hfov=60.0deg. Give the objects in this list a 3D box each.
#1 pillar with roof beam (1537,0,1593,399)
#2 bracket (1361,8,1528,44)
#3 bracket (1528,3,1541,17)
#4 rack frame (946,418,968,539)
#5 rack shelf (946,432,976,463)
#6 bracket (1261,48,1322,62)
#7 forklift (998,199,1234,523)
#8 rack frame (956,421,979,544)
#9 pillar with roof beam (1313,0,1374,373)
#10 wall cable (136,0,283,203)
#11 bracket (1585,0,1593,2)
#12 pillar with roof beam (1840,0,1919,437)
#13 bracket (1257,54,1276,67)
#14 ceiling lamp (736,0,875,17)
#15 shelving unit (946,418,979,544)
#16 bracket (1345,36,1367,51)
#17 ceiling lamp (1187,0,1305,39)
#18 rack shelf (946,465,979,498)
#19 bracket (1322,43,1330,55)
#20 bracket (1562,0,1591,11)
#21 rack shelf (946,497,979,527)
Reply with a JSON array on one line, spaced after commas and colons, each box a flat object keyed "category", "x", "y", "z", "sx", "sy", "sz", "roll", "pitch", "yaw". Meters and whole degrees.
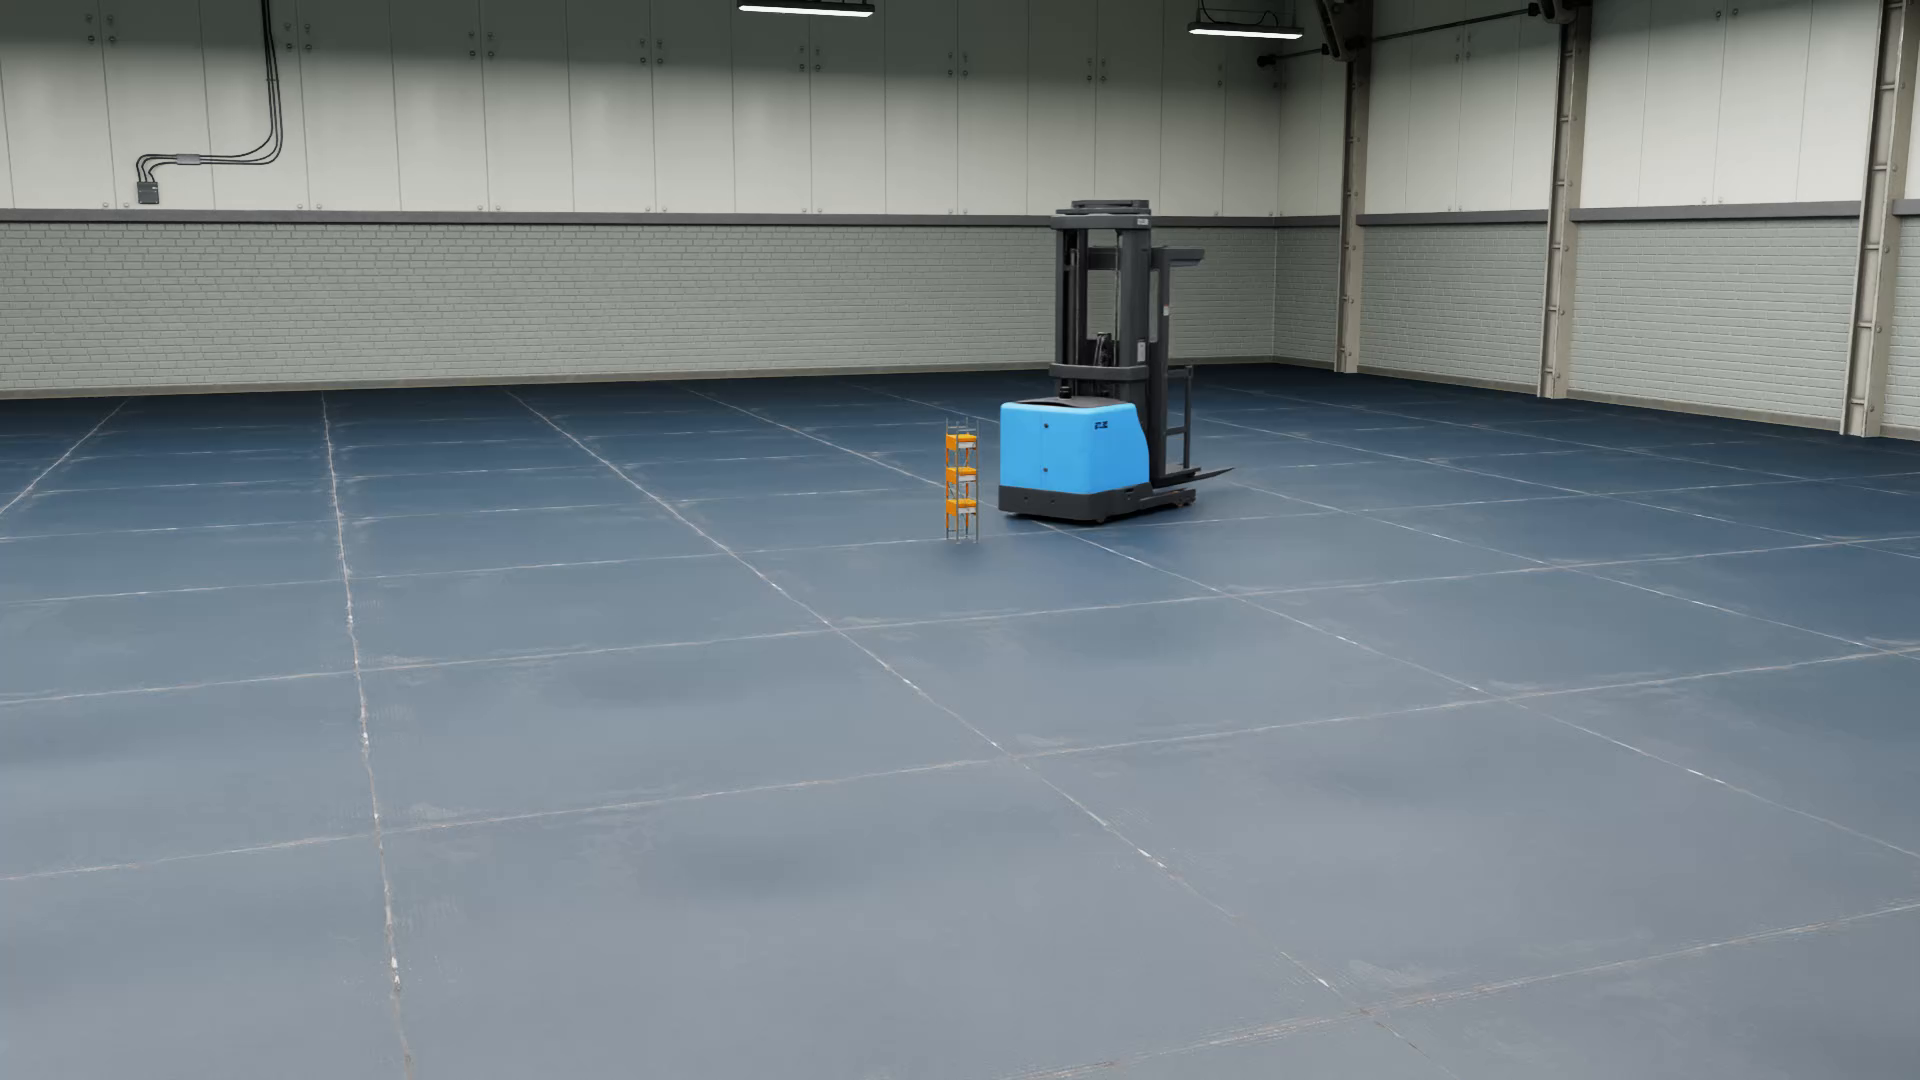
[{"category": "pillar with roof beam", "x": 5.904, "y": -6.544, "z": 25.516, "sx": 9.100, "sy": 9.000, "sz": 0.548, "roll": -4, "pitch": 11, "yaw": -21}, {"category": "bracket", "x": 8.495, "y": -9.058, "z": 29.371, "sx": 0.076, "sy": 0.066, "sz": 4.783, "roll": -4, "pitch": 11, "yaw": -21}, {"category": "bracket", "x": 9.435, "y": -8.635, "z": 26.991, "sx": 0.235, "sy": 0.232, "sz": 0.430, "roll": -4, "pitch": 11, "yaw": -21}, {"category": "rack frame", "x": -0.025, "y": -0.528, "z": 14.391, "sx": 0.200, "sy": 1.050, "sz": 0.008, "roll": -4, "pitch": 11, "yaw": -21}, {"category": "rack shelf", "x": 0.019, "y": -0.777, "z": 14.231, "sx": 0.215, "sy": 0.259, "sz": 0.240, "roll": -4, "pitch": 11, "yaw": -21}, {"category": "bracket", "x": 6.616, "y": -9.905, "z": 34.130, "sx": 0.076, "sy": 0.066, "sz": 3.189, "roll": -4, "pitch": 11, "yaw": -21}, {"category": "forklift", "x": 1.667, "y": -1.805, "z": 16.199, "sx": 1.130, "sy": 2.935, "sz": 3.031, "roll": 8, "pitch": 13, "yaw": 38}, {"category": "rack frame", "x": 0.064, "y": -0.488, "z": 14.167, "sx": 0.200, "sy": 1.050, "sz": 0.008, "roll": -4, "pitch": 11, "yaw": -21}, {"category": "pillar with roof beam", "x": 3.730, "y": -7.524, "z": 31.022, "sx": 9.100, "sy": 9.000, "sz": 0.548, "roll": -4, "pitch": 11, "yaw": -21}, {"category": "wall cable", "x": -12.598, "y": -8.637, "z": 27.569, "sx": 2.305, "sy": 6.003, "sz": 0.169, "roll": -4, "pitch": 11, "yaw": -21}, {"category": "bracket", "x": 10.670, "y": -8.079, "z": 23.865, "sx": 0.076, "sy": 0.066, "sz": 4.783, "roll": -4, "pitch": 11, "yaw": -21}, {"category": "pillar with roof beam", "x": 8.078, "y": -5.565, "z": 20.010, "sx": 9.100, "sy": 9.000, "sz": 0.400, "roll": -4, "pitch": 11, "yaw": -21}, {"category": "bracket", "x": 6.402, "y": -10.001, "z": 34.672, "sx": 0.235, "sy": 0.232, "sz": 0.430, "roll": -4, "pitch": 11, "yaw": -21}, {"category": "ceiling lamp", "x": -2.322, "y": -9.259, "z": 24.112, "sx": 2.000, "sy": 3.185, "sz": 0.800, "roll": -4, "pitch": 11, "yaw": -21}, {"category": "shelving unit", "x": 0.019, "y": -0.508, "z": 14.279, "sx": 0.215, "sy": 1.050, "sz": 0.252, "roll": -4, "pitch": 11, "yaw": -21}, {"category": "bracket", "x": 7.562, "y": -9.479, "z": 31.735, "sx": 0.235, "sy": 0.232, "sz": 0.430, "roll": -4, "pitch": 11, "yaw": -21}, {"category": "ceiling lamp", "x": 4.519, "y": -9.725, "z": 26.731, "sx": 2.000, "sy": 3.185, "sz": 0.800, "roll": -4, "pitch": 11, "yaw": -21}, {"category": "rack shelf", "x": 0.019, "y": -0.498, "z": 14.281, "sx": 0.215, "sy": 0.259, "sz": 0.240, "roll": -4, "pitch": 11, "yaw": -21}, {"category": "bracket", "x": 7.261, "y": -9.614, "z": 32.497, "sx": 0.235, "sy": 0.232, "sz": 0.430, "roll": -4, "pitch": 11, "yaw": -21}, {"category": "bracket", "x": 9.736, "y": -8.499, "z": 26.229, "sx": 0.235, "sy": 0.232, "sz": 0.430, "roll": -4, "pitch": 11, "yaw": -21}, {"category": "rack shelf", "x": 0.019, "y": -0.224, "z": 14.330, "sx": 0.215, "sy": 0.259, "sz": 0.240, "roll": -4, "pitch": 11, "yaw": -21}]
